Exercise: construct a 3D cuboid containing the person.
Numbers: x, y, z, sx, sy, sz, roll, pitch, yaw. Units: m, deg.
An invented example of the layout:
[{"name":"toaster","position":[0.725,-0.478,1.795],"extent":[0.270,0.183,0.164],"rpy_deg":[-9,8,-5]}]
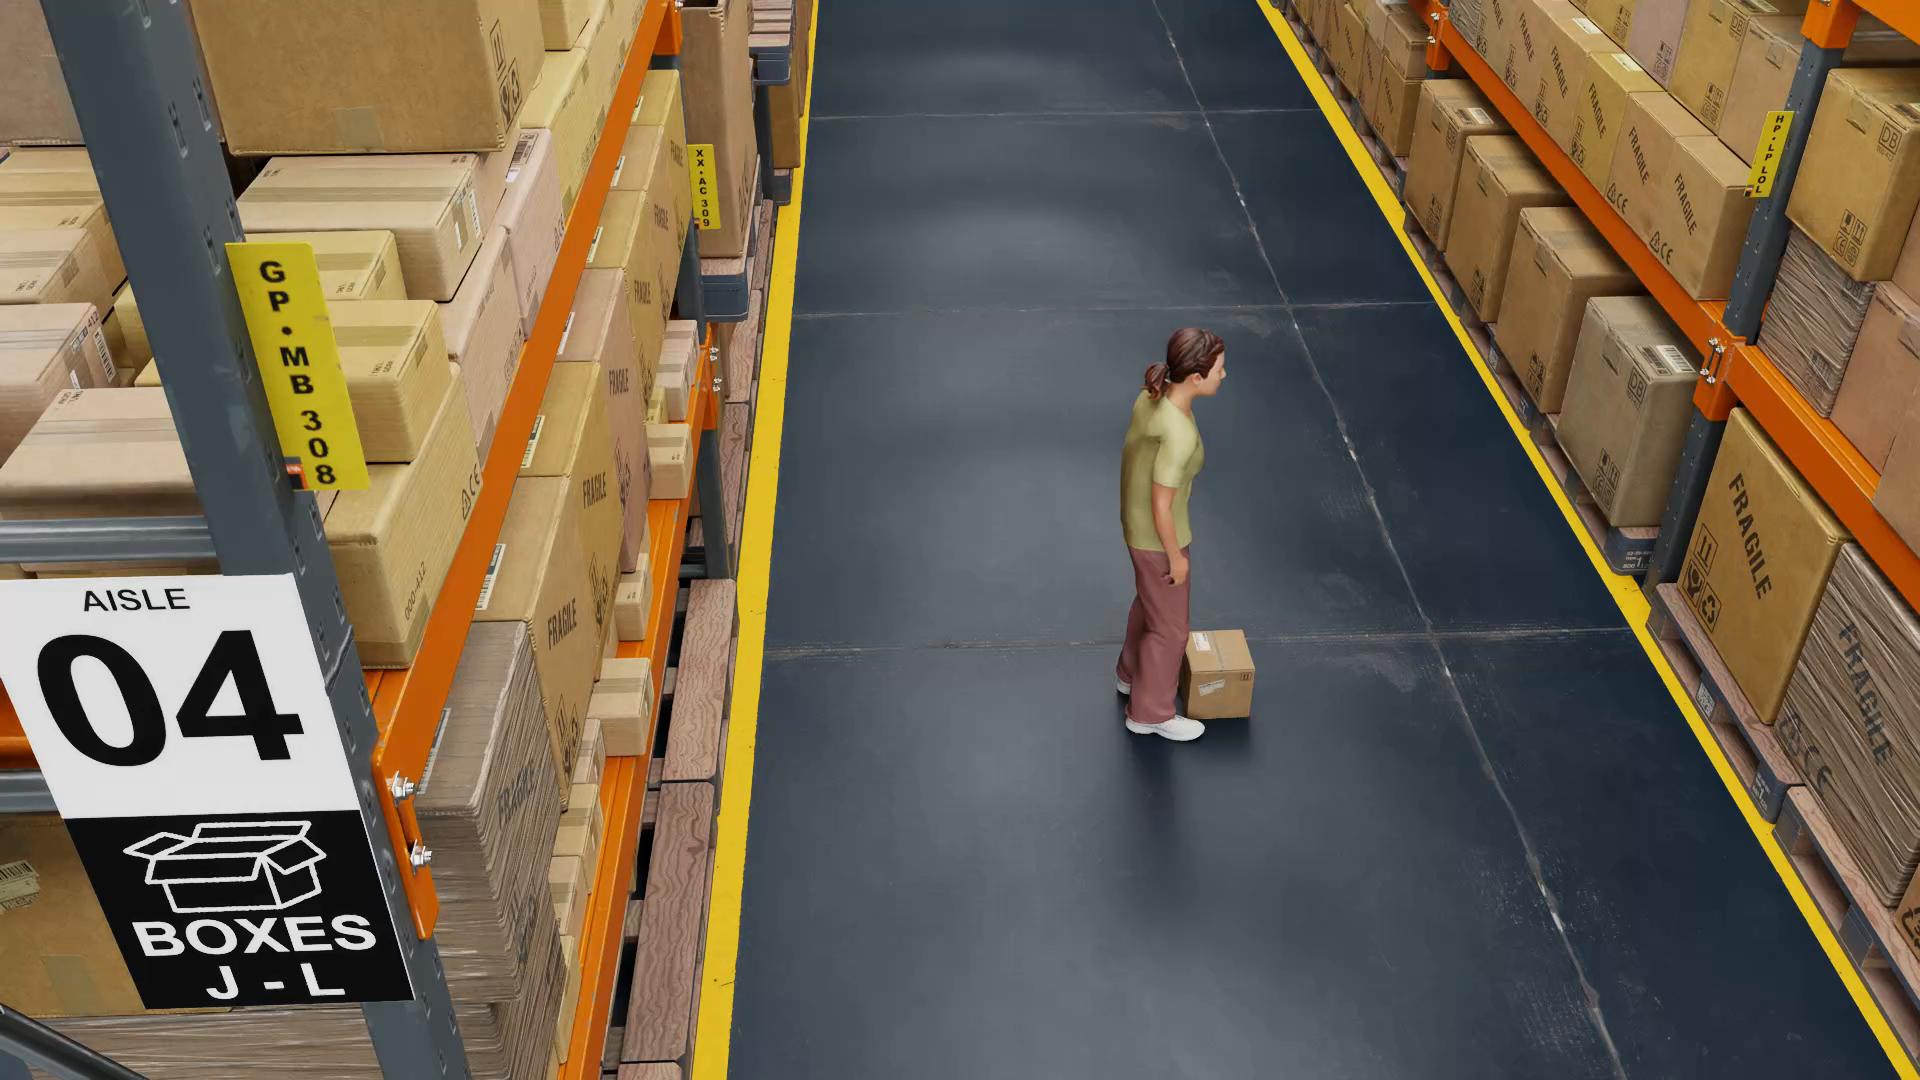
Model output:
[{"name":"person","position":[0.769,-0.032,6.191],"extent":[0.358,1.673,0.499],"rpy_deg":[-1,35,-2]}]
